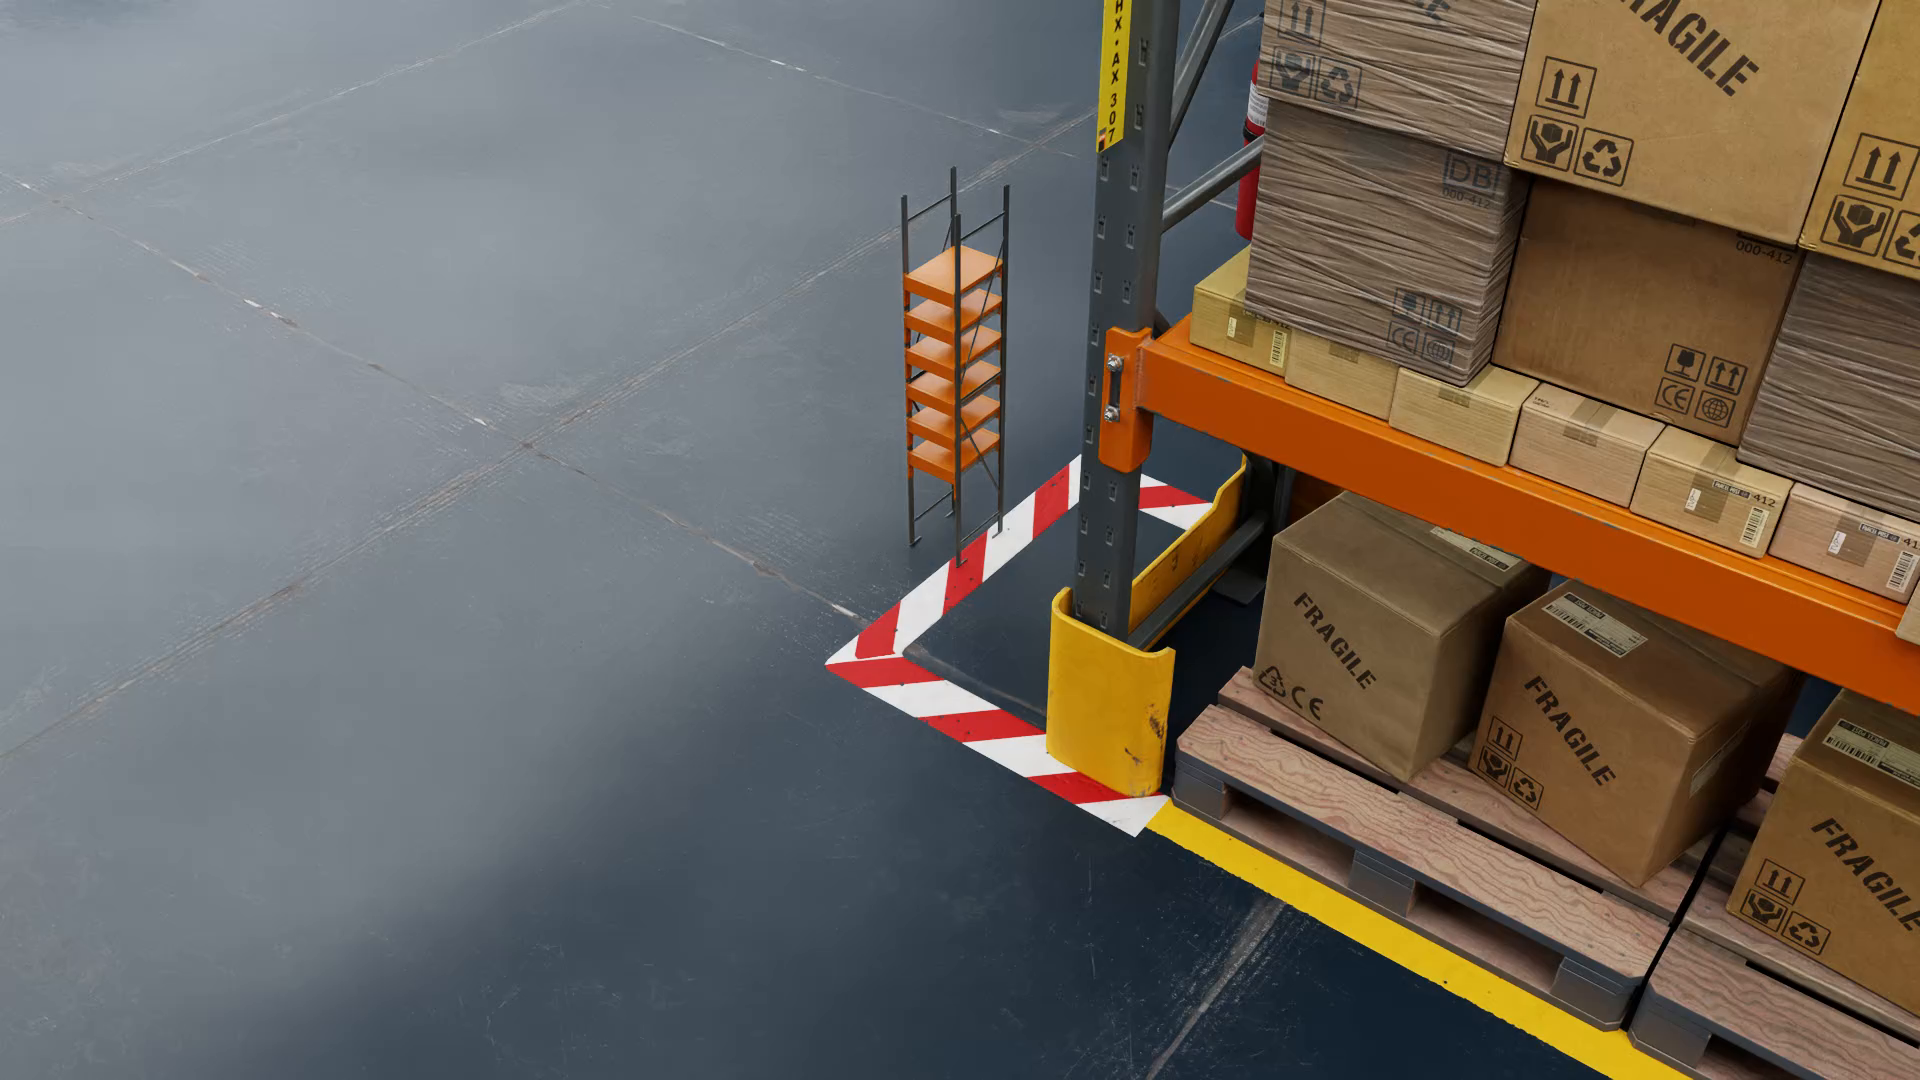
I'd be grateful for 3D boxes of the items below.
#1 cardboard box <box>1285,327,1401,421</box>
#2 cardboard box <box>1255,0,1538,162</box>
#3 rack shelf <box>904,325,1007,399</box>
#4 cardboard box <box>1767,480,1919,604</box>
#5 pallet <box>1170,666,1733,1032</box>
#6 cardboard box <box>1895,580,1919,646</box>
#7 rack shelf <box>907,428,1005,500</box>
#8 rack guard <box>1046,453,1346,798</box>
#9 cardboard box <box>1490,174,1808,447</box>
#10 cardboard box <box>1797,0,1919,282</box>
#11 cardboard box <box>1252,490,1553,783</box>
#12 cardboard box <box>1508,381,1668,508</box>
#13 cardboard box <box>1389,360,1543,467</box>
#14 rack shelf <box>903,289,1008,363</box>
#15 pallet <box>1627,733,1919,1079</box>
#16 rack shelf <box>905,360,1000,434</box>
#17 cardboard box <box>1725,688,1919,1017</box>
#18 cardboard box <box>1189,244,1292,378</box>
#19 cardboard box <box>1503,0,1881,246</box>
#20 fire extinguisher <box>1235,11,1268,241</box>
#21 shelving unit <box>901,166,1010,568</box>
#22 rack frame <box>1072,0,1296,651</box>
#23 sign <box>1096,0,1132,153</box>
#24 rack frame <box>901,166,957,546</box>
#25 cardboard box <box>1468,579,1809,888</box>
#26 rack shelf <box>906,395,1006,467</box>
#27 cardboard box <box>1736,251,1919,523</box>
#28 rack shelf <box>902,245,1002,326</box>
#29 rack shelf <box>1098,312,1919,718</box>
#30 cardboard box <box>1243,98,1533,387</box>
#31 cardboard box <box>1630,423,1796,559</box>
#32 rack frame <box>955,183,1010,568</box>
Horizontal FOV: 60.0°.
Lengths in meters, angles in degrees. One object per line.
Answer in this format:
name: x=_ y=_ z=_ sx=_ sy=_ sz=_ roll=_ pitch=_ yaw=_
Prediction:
cardboard box: x=0.907 y=-0.438 z=3.580 sx=0.250 sy=0.149 sz=0.380 roll=25 pitch=45 yaw=29
cardboard box: x=0.910 y=-1.074 z=3.056 sx=0.500 sy=0.500 sz=0.500 roll=25 pitch=45 yaw=29
rack shelf: x=-0.012 y=-0.538 z=4.841 sx=0.180 sy=0.103 sz=0.258 roll=25 pitch=45 yaw=29
cardboard box: x=1.717 y=-0.076 z=3.118 sx=0.250 sy=0.149 sz=0.380 roll=25 pitch=45 yaw=29
pallet: x=1.323 y=0.584 z=4.332 sx=1.213 sy=0.211 sz=1.003 roll=25 pitch=45 yaw=29
cardboard box: x=1.853 y=0.068 z=2.934 sx=0.250 sy=0.149 sz=0.380 roll=25 pitch=45 yaw=29
rack shelf: x=-0.012 y=-0.254 z=5.062 sx=0.180 sy=0.103 sz=0.258 roll=25 pitch=45 yaw=29
rack guard: x=0.699 y=0.149 z=4.654 sx=0.348 sy=0.500 sz=1.175 roll=25 pitch=45 yaw=29
cardboard box: x=1.529 y=-0.672 z=3.353 sx=0.500 sy=0.500 sz=0.875 roll=25 pitch=45 yaw=29
cardboard box: x=1.701 y=-0.697 z=2.574 sx=0.500 sy=0.500 sz=0.500 roll=25 pitch=45 yaw=29
cardboard box: x=1.124 y=0.197 z=4.252 sx=0.500 sy=0.500 sz=0.500 roll=-29 pitch=46 yaw=-32
cardboard box: x=1.308 y=-0.254 z=3.345 sx=0.250 sy=0.149 sz=0.380 roll=25 pitch=45 yaw=29
cardboard box: x=1.097 y=-0.337 z=3.451 sx=0.250 sy=0.149 sz=0.380 roll=25 pitch=45 yaw=29
rack shelf: x=-0.012 y=-0.632 z=4.767 sx=0.180 sy=0.103 sz=0.258 roll=25 pitch=45 yaw=29
pallet: x=2.288 y=1.041 z=3.749 sx=1.213 sy=0.211 sz=1.003 roll=25 pitch=45 yaw=29
rack shelf: x=-0.012 y=-0.443 z=4.915 sx=0.180 sy=0.103 sz=0.258 roll=25 pitch=45 yaw=29
cardboard box: x=2.106 y=0.648 z=3.676 sx=0.500 sy=0.500 sz=0.500 roll=30 pitch=47 yaw=32
cardboard box: x=0.720 y=-0.541 z=3.712 sx=0.250 sy=0.149 sz=0.380 roll=25 pitch=45 yaw=29
cardboard box: x=1.303 y=-0.884 z=2.812 sx=0.500 sy=0.500 sz=0.500 roll=25 pitch=45 yaw=29
fire extinguisher: x=0.828 y=-1.102 z=4.287 sx=0.183 sy=0.674 sz=0.296 roll=25 pitch=45 yaw=29
shelving unit: x=-0.012 y=-0.478 z=4.887 sx=0.189 sy=1.200 sz=0.258 roll=25 pitch=45 yaw=29
rack frame: x=0.639 y=-0.864 z=3.920 sx=0.127 sy=3.000 sz=1.000 roll=25 pitch=45 yaw=29
sign: x=0.309 y=-0.939 z=3.314 sx=0.005 sy=0.325 sz=0.100 roll=25 pitch=45 yaw=29
rack frame: x=-0.084 y=-0.512 z=4.931 sx=0.006 sy=1.200 sz=0.240 roll=25 pitch=45 yaw=29
cardboard box: x=1.620 y=0.404 z=3.987 sx=0.500 sy=0.500 sz=0.500 roll=-25 pitch=45 yaw=-29
rack shelf: x=-0.012 y=-0.349 z=4.988 sx=0.180 sy=0.103 sz=0.258 roll=25 pitch=45 yaw=29
cardboard box: x=1.900 y=-0.464 z=3.087 sx=0.500 sy=0.500 sz=0.875 roll=25 pitch=45 yaw=29
rack shelf: x=-0.012 y=-0.727 z=4.693 sx=0.180 sy=0.103 sz=0.258 roll=25 pitch=45 yaw=29
rack shelf: x=2.227 y=0.169 z=3.185 sx=4.000 sy=0.370 sz=1.077 roll=25 pitch=45 yaw=29
cardboard box: x=1.059 y=-0.801 z=3.517 sx=0.500 sy=0.500 sz=0.875 roll=25 pitch=45 yaw=29
cardboard box: x=1.502 y=-0.157 z=3.221 sx=0.250 sy=0.149 sz=0.380 roll=25 pitch=45 yaw=29
rack frame: x=0.061 y=-0.444 z=4.843 sx=0.006 sy=1.200 sz=0.240 roll=25 pitch=45 yaw=29
